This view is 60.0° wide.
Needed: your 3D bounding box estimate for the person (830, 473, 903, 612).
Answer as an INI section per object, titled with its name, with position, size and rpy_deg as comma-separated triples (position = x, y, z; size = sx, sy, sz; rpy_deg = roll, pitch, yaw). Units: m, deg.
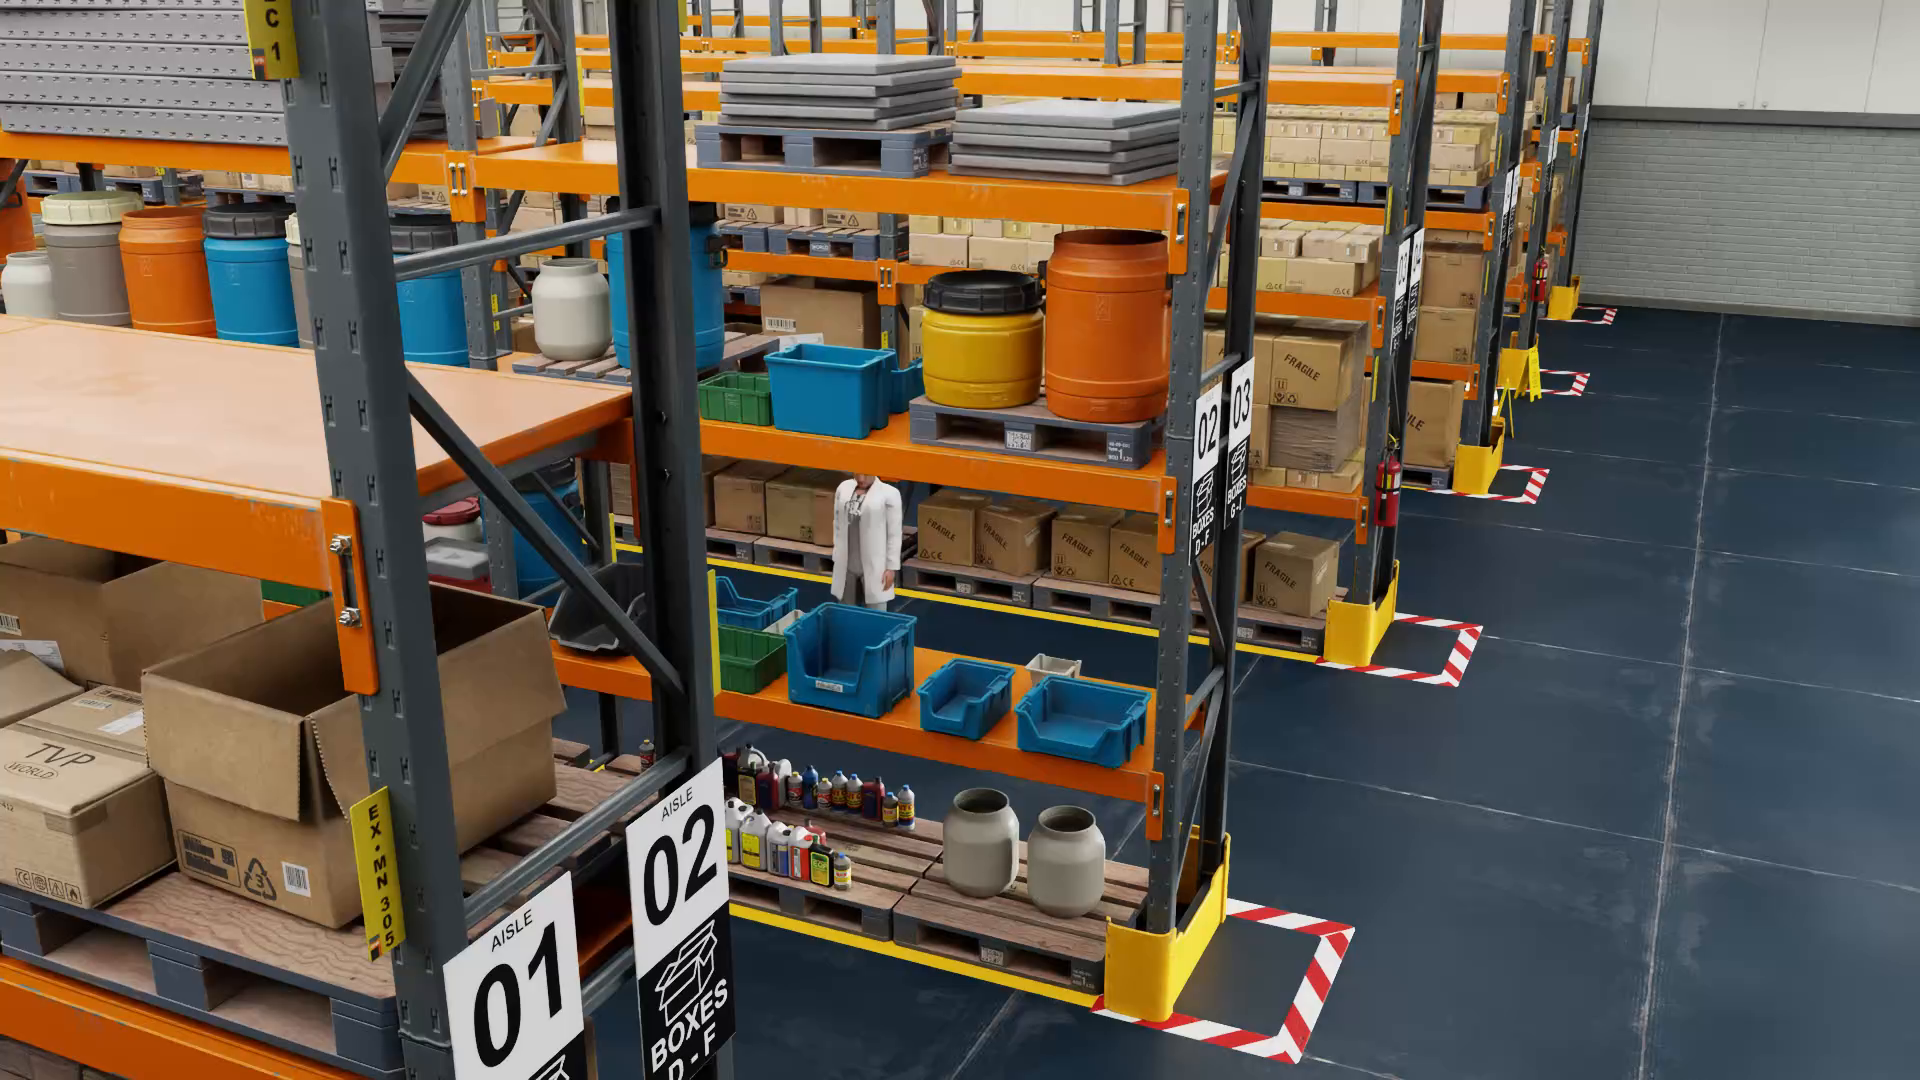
[person]
position = -0.694, 0.208, 12.211
size = 0.567, 1.769, 0.378
rpy_deg = 9, 21, 24
